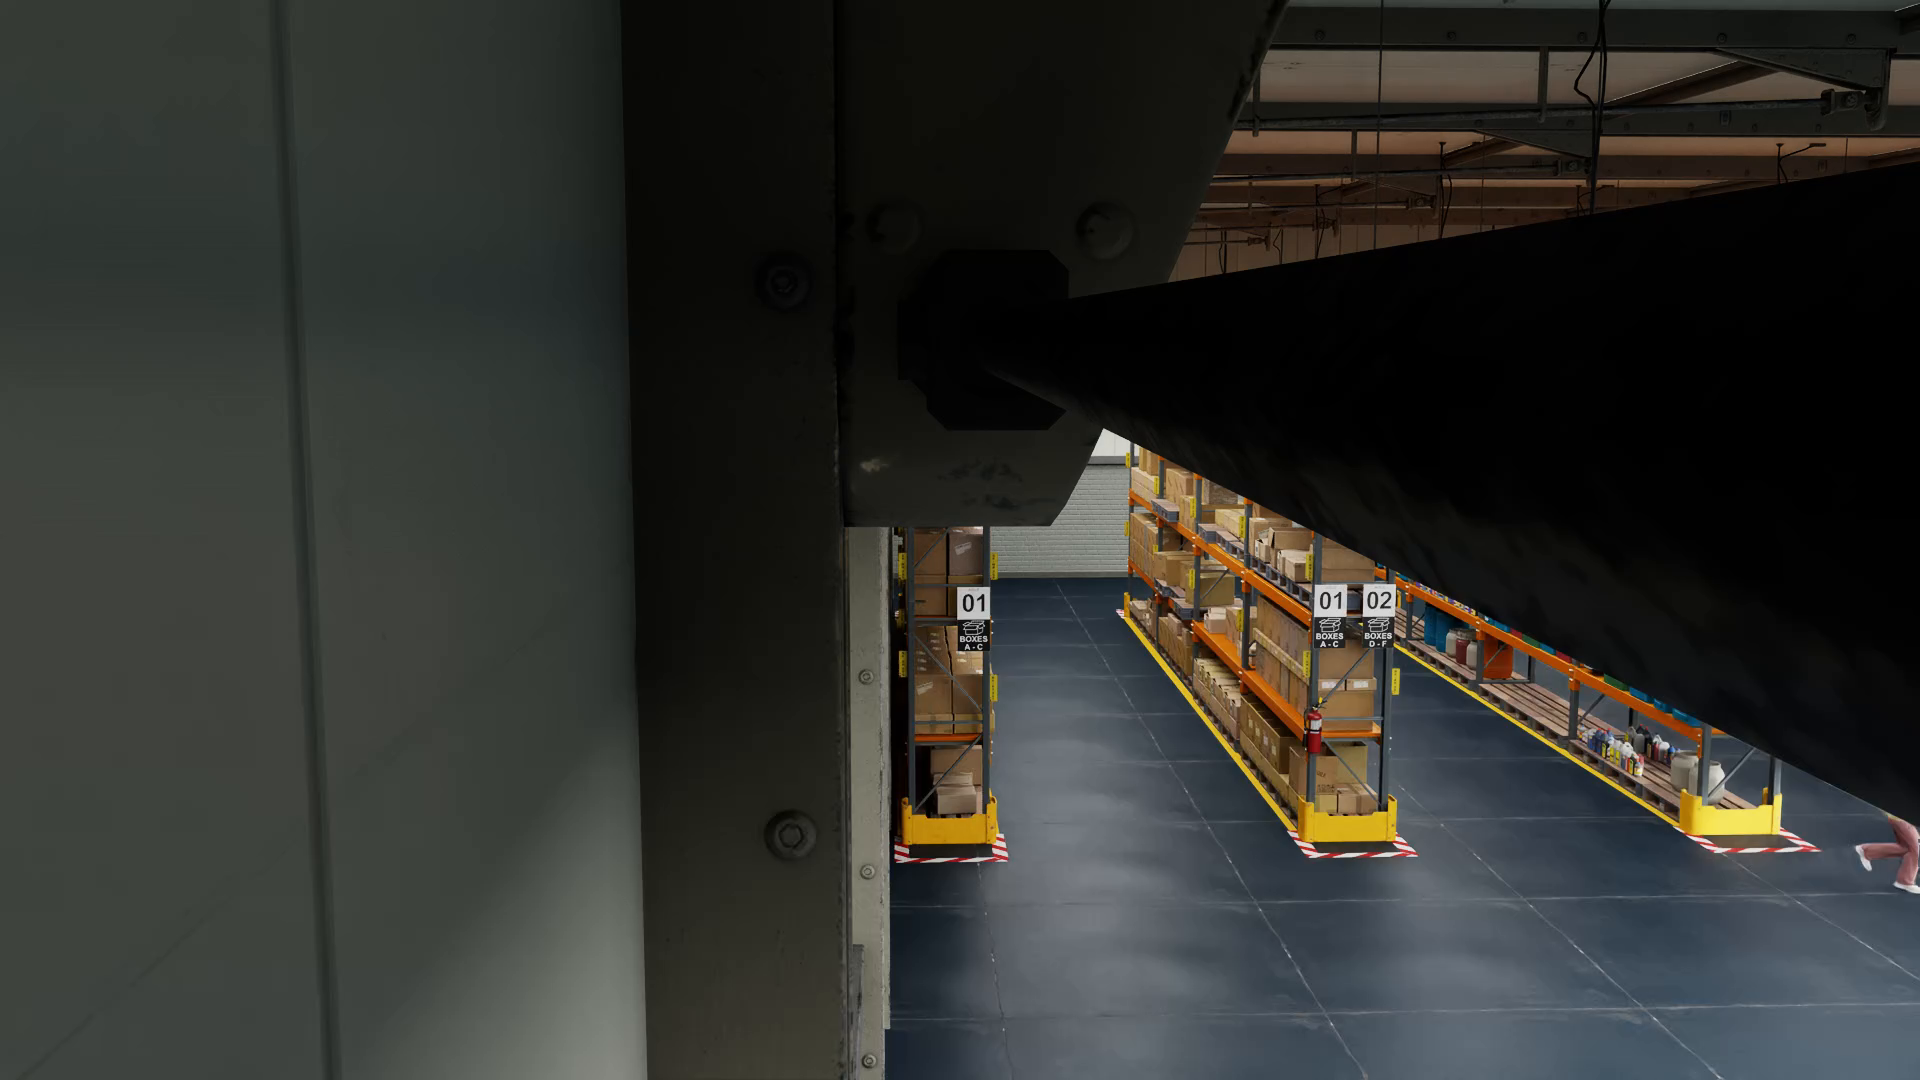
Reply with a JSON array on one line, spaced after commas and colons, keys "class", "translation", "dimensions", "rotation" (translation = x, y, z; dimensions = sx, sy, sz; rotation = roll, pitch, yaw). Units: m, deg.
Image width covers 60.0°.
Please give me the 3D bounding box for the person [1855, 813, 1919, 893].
[{"class": "person", "translation": [10.539, 3.138, 18.783], "dimensions": [0.731, 1.631, 0.565], "rotation": [5, 9, 35]}]
